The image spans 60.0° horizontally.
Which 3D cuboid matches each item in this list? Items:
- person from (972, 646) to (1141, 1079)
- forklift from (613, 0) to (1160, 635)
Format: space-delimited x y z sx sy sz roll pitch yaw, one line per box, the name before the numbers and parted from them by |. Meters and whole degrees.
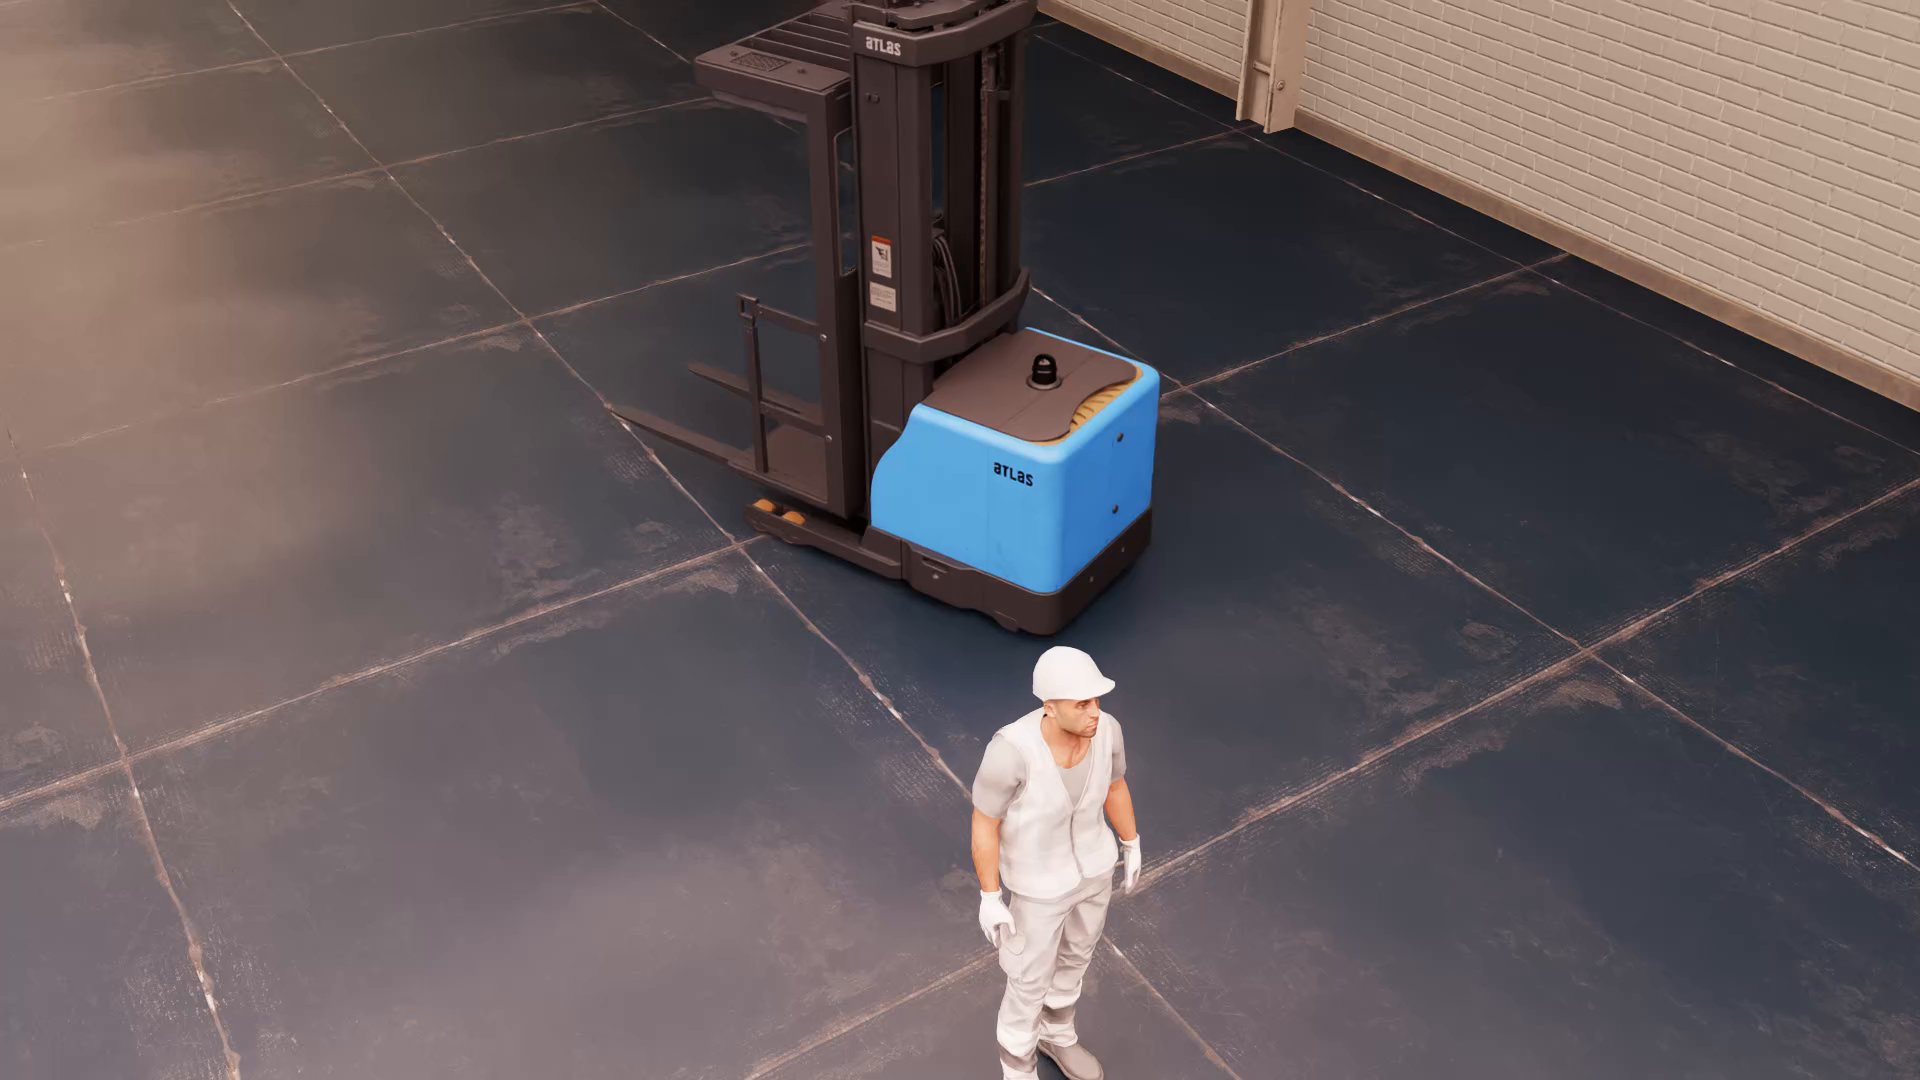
person | 0.361 1.154 5.485 0.637 1.787 0.564 -20 40 -26
forklift | -0.520 -1.407 8.150 3.031 2.935 1.130 22 41 28
